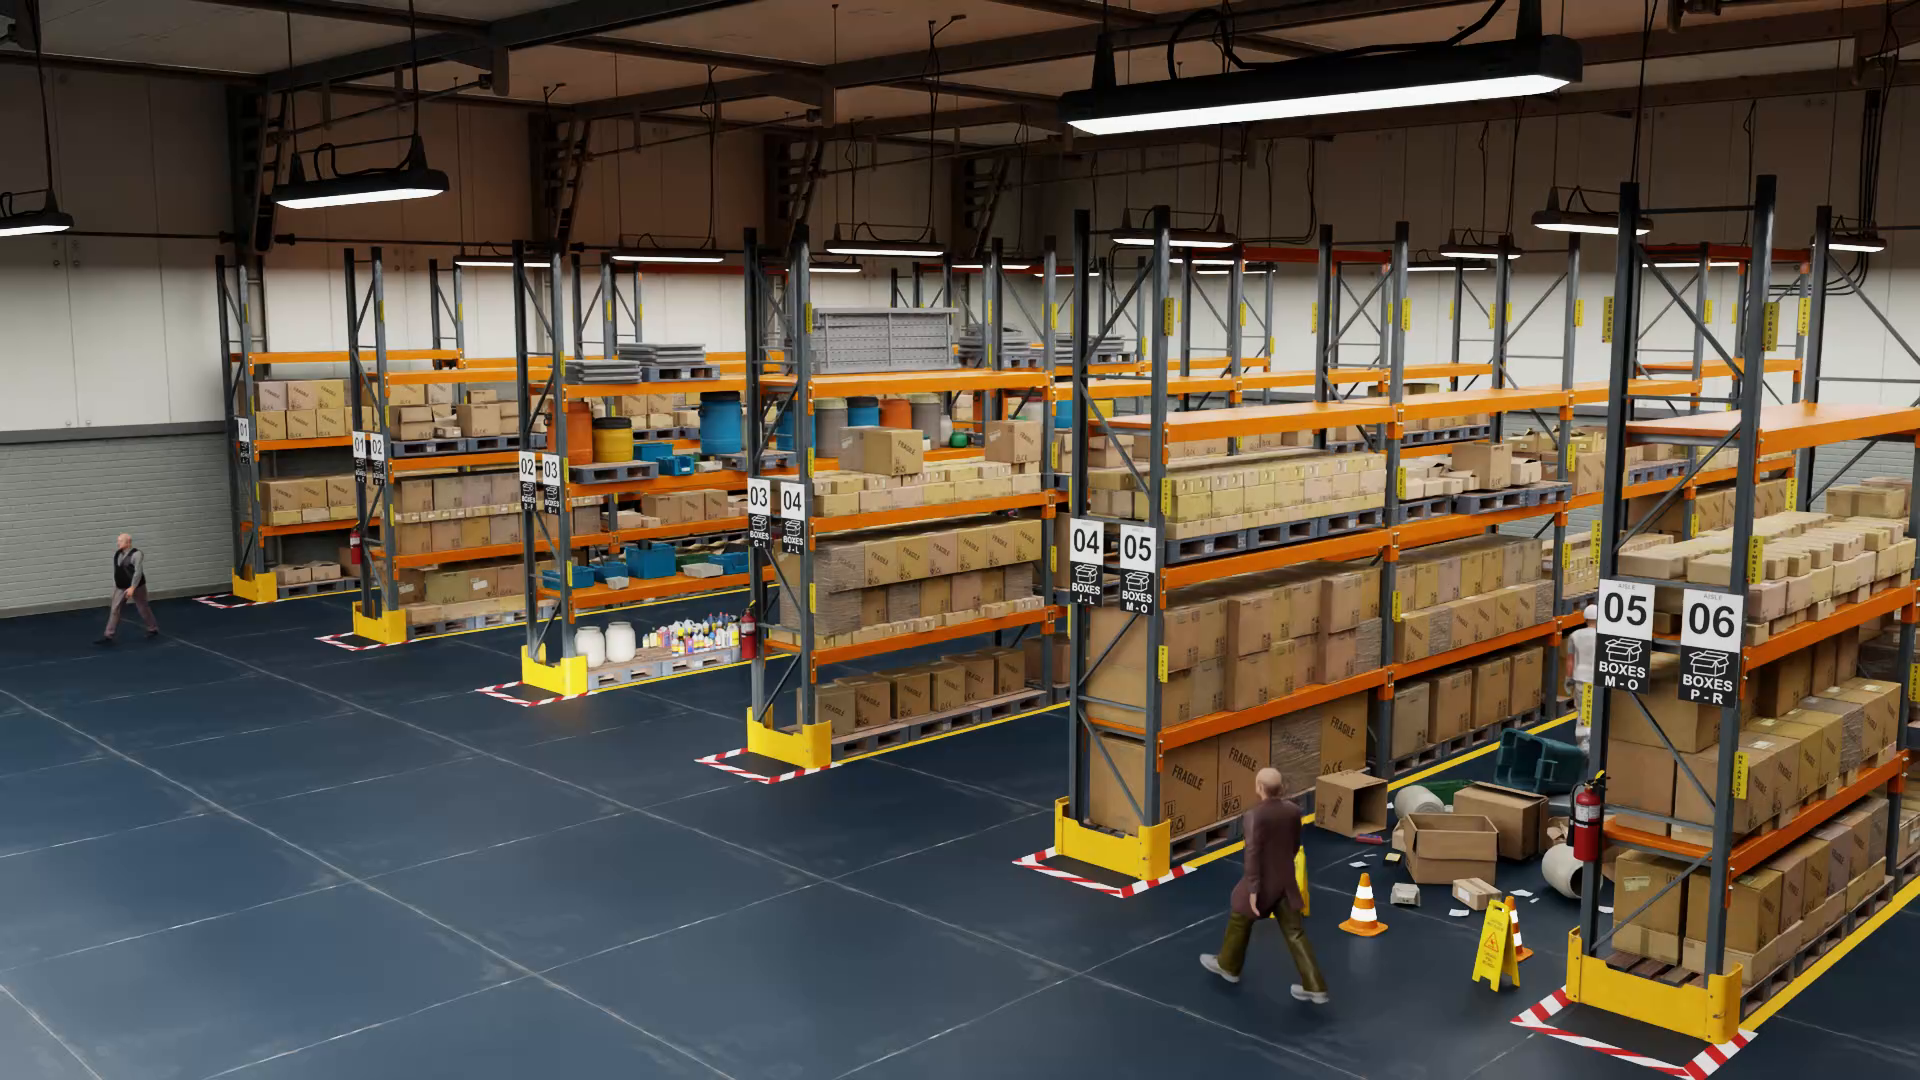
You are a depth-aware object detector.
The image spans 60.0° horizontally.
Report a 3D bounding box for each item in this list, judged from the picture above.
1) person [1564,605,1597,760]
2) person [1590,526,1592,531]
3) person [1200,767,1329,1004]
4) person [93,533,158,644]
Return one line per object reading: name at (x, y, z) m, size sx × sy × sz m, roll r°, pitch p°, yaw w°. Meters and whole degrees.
person at (7.146, 1.625, 18.879) m, size 0.573 × 1.787 × 0.551 m, roll 8°, pitch 11°, yaw 43°
person at (10.246, 0.570, 26.760) m, size 0.493 × 1.599 × 0.928 m, roll 0°, pitch 8°, yaw 0°
person at (2.303, 2.552, 12.452) m, size 0.588 × 1.724 × 1.163 m, roll -5°, pitch 10°, yaw -33°
person at (-12.712, 0.726, 25.361) m, size 0.555 × 1.664 × 1.022 m, roll 2°, pitch 8°, yaw 12°
